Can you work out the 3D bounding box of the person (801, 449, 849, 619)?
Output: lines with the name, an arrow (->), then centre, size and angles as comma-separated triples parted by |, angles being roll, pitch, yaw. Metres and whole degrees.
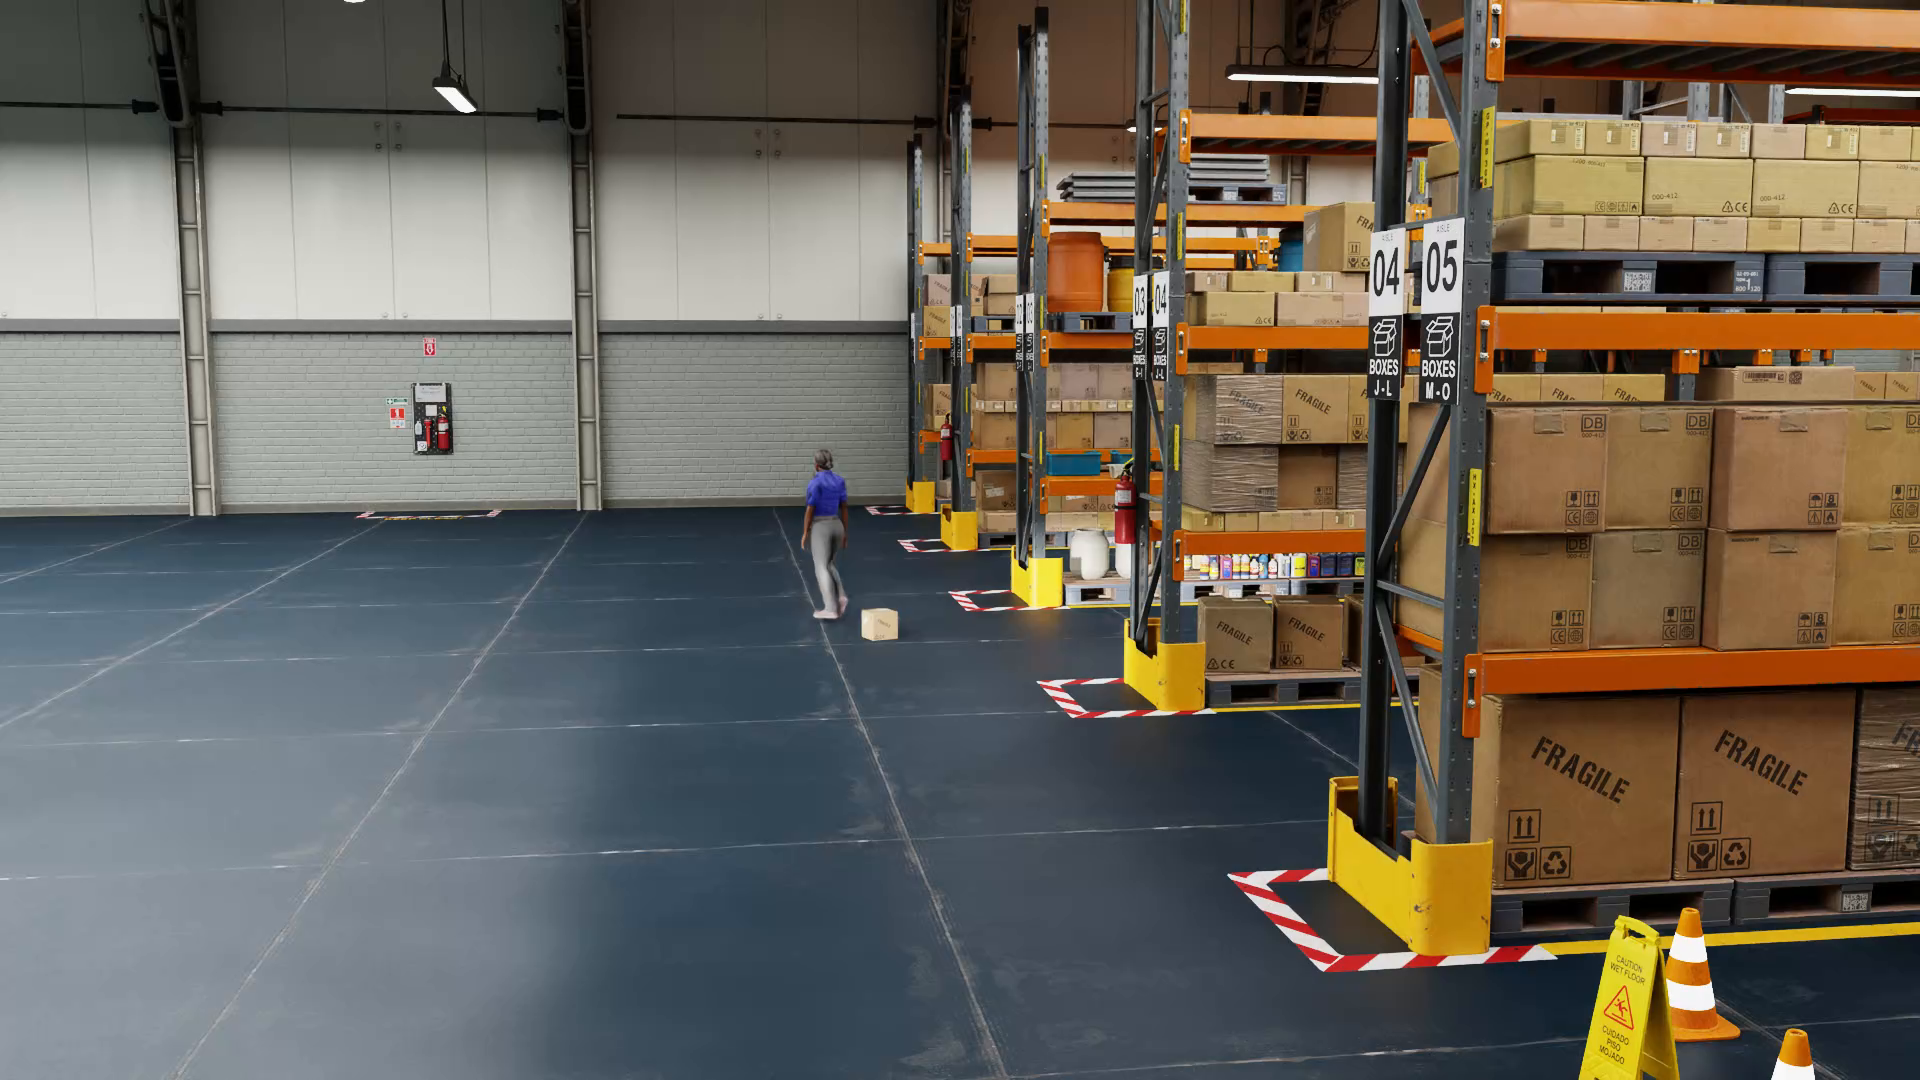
person -> -1.326, -0.048, 16.180 | 0.423, 1.678, 0.452 | 6, 9, 42
